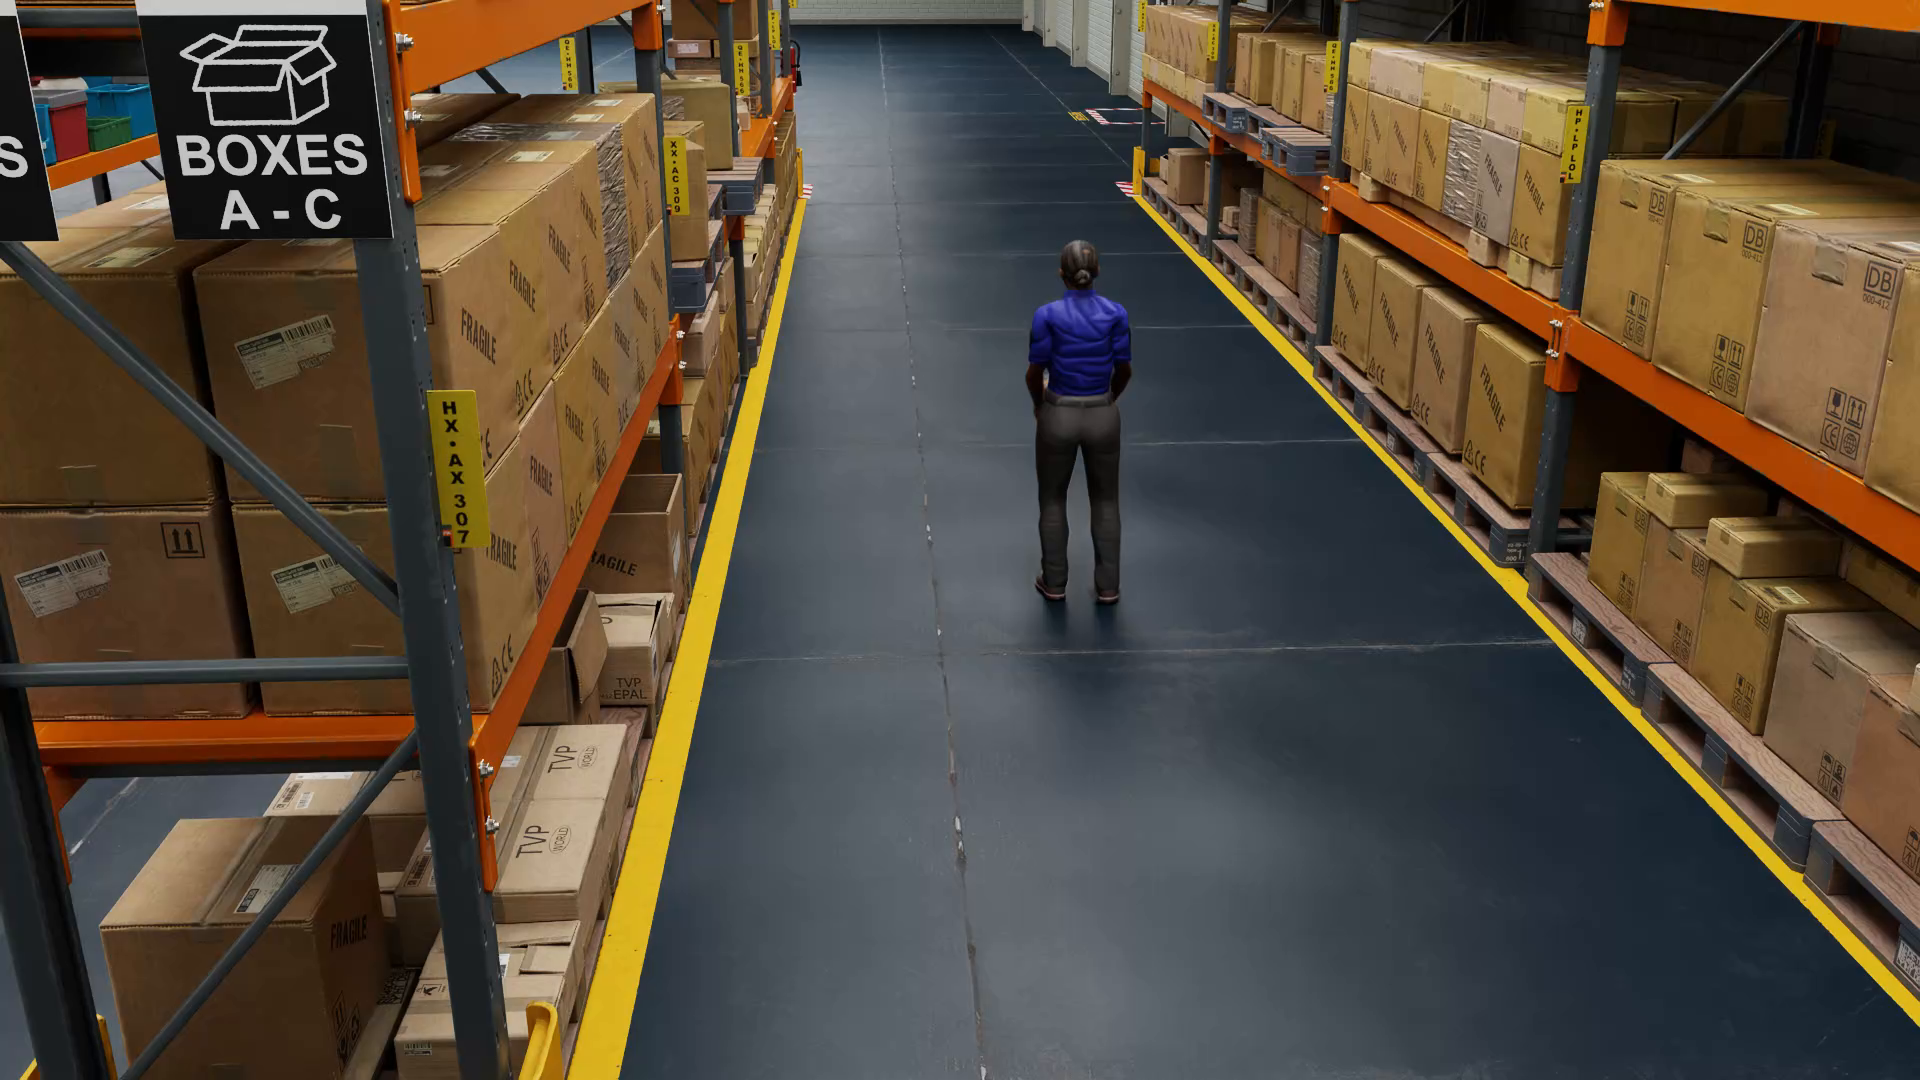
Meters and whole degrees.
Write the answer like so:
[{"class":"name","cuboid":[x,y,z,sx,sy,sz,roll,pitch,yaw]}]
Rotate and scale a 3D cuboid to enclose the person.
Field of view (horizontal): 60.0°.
[{"class":"person","cuboid":[0.523,-0.521,7.478,0.520,1.653,0.402,-2,21,-6]}]
